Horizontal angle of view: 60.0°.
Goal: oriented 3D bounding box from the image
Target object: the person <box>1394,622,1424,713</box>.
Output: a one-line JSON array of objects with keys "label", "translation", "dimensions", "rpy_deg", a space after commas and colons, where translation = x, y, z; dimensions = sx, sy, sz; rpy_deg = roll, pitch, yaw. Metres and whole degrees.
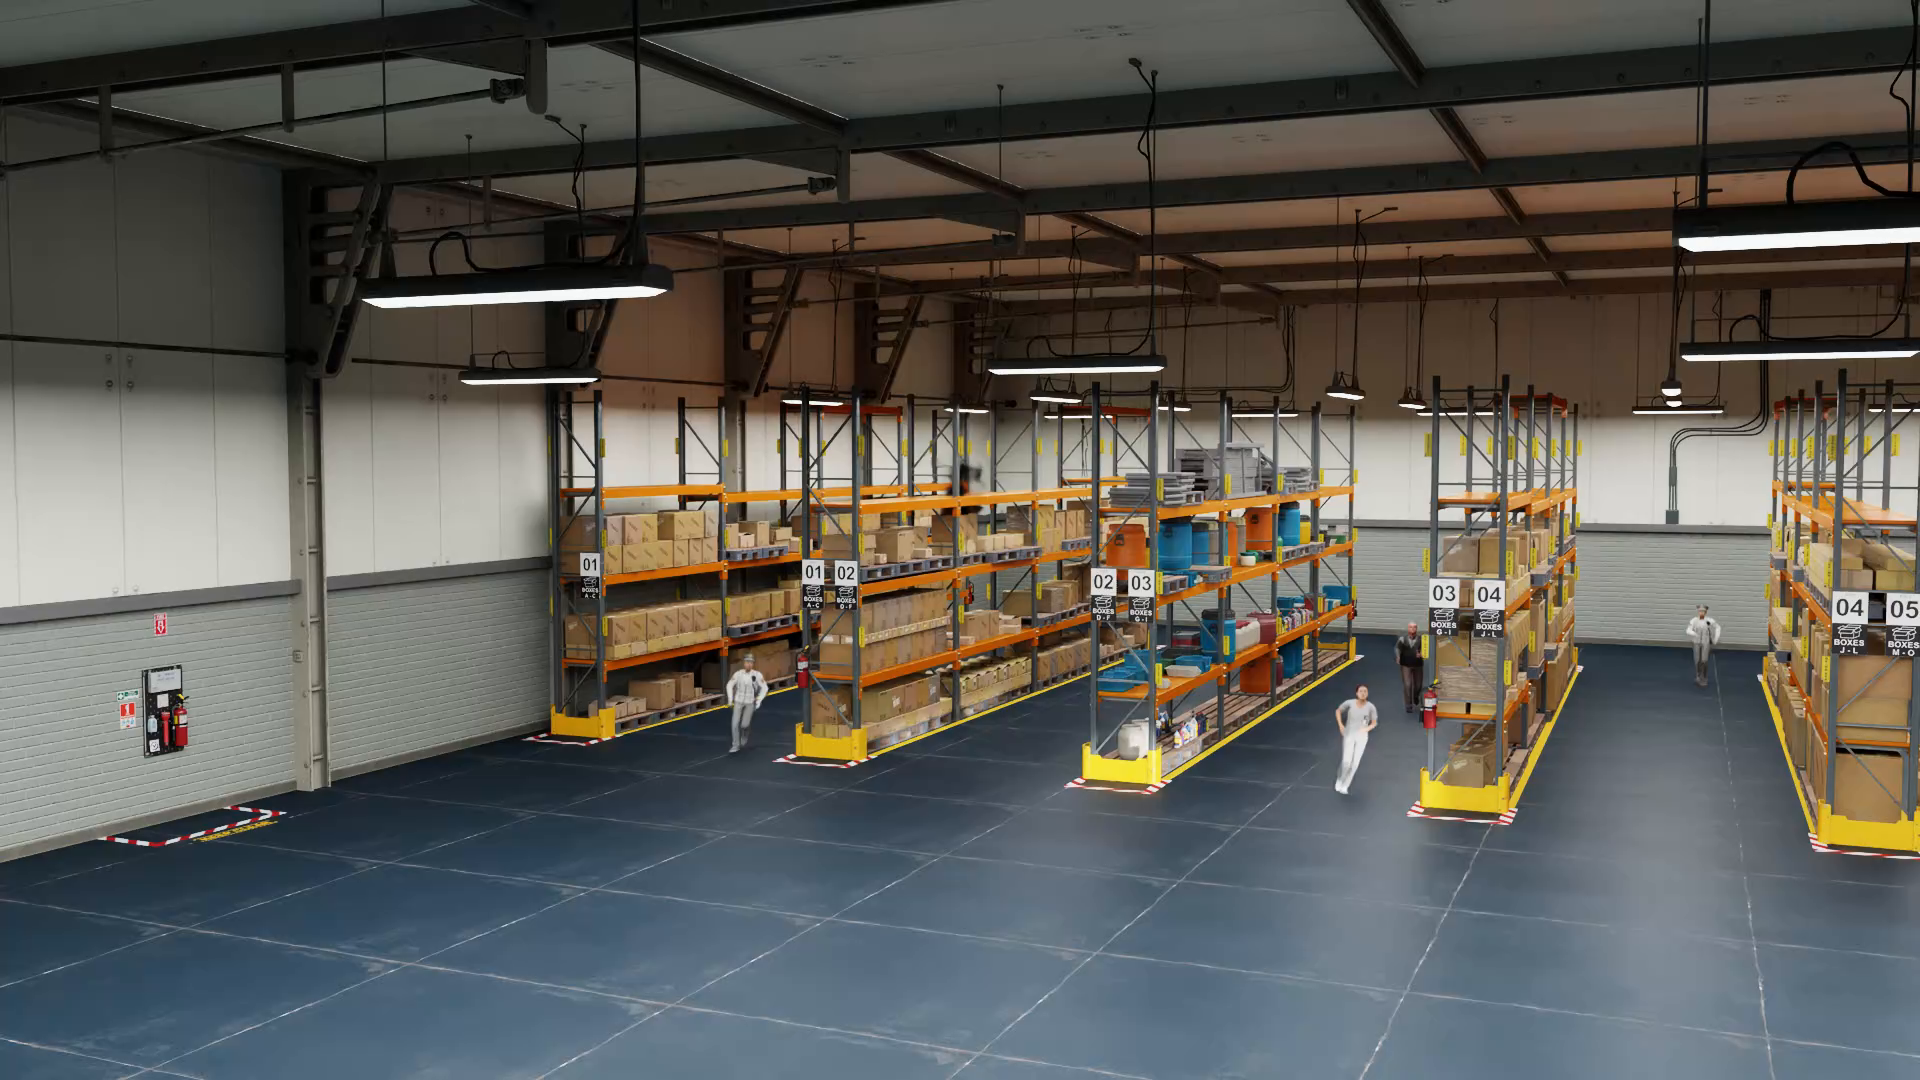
[{"label": "person", "translation": [8.573, 2.411, 31.568], "dimensions": [0.669, 1.695, 0.860], "rpy_deg": [1, 3, 14]}]

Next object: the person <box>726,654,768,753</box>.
[{"label": "person", "translation": [-3.519, 2.681, 27.333], "dimensions": [0.674, 1.632, 0.495], "rpy_deg": [0, 3, 4]}]

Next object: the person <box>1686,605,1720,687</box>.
[{"label": "person", "translation": [15.688, 2.240, 35.132], "dimensions": [0.625, 1.767, 0.727], "rpy_deg": [2, 4, 31]}]

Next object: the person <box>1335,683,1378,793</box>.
[{"label": "person", "translation": [5.719, 2.863, 23.974], "dimensions": [0.570, 1.612, 0.567], "rpy_deg": [0, 3, 7]}]
